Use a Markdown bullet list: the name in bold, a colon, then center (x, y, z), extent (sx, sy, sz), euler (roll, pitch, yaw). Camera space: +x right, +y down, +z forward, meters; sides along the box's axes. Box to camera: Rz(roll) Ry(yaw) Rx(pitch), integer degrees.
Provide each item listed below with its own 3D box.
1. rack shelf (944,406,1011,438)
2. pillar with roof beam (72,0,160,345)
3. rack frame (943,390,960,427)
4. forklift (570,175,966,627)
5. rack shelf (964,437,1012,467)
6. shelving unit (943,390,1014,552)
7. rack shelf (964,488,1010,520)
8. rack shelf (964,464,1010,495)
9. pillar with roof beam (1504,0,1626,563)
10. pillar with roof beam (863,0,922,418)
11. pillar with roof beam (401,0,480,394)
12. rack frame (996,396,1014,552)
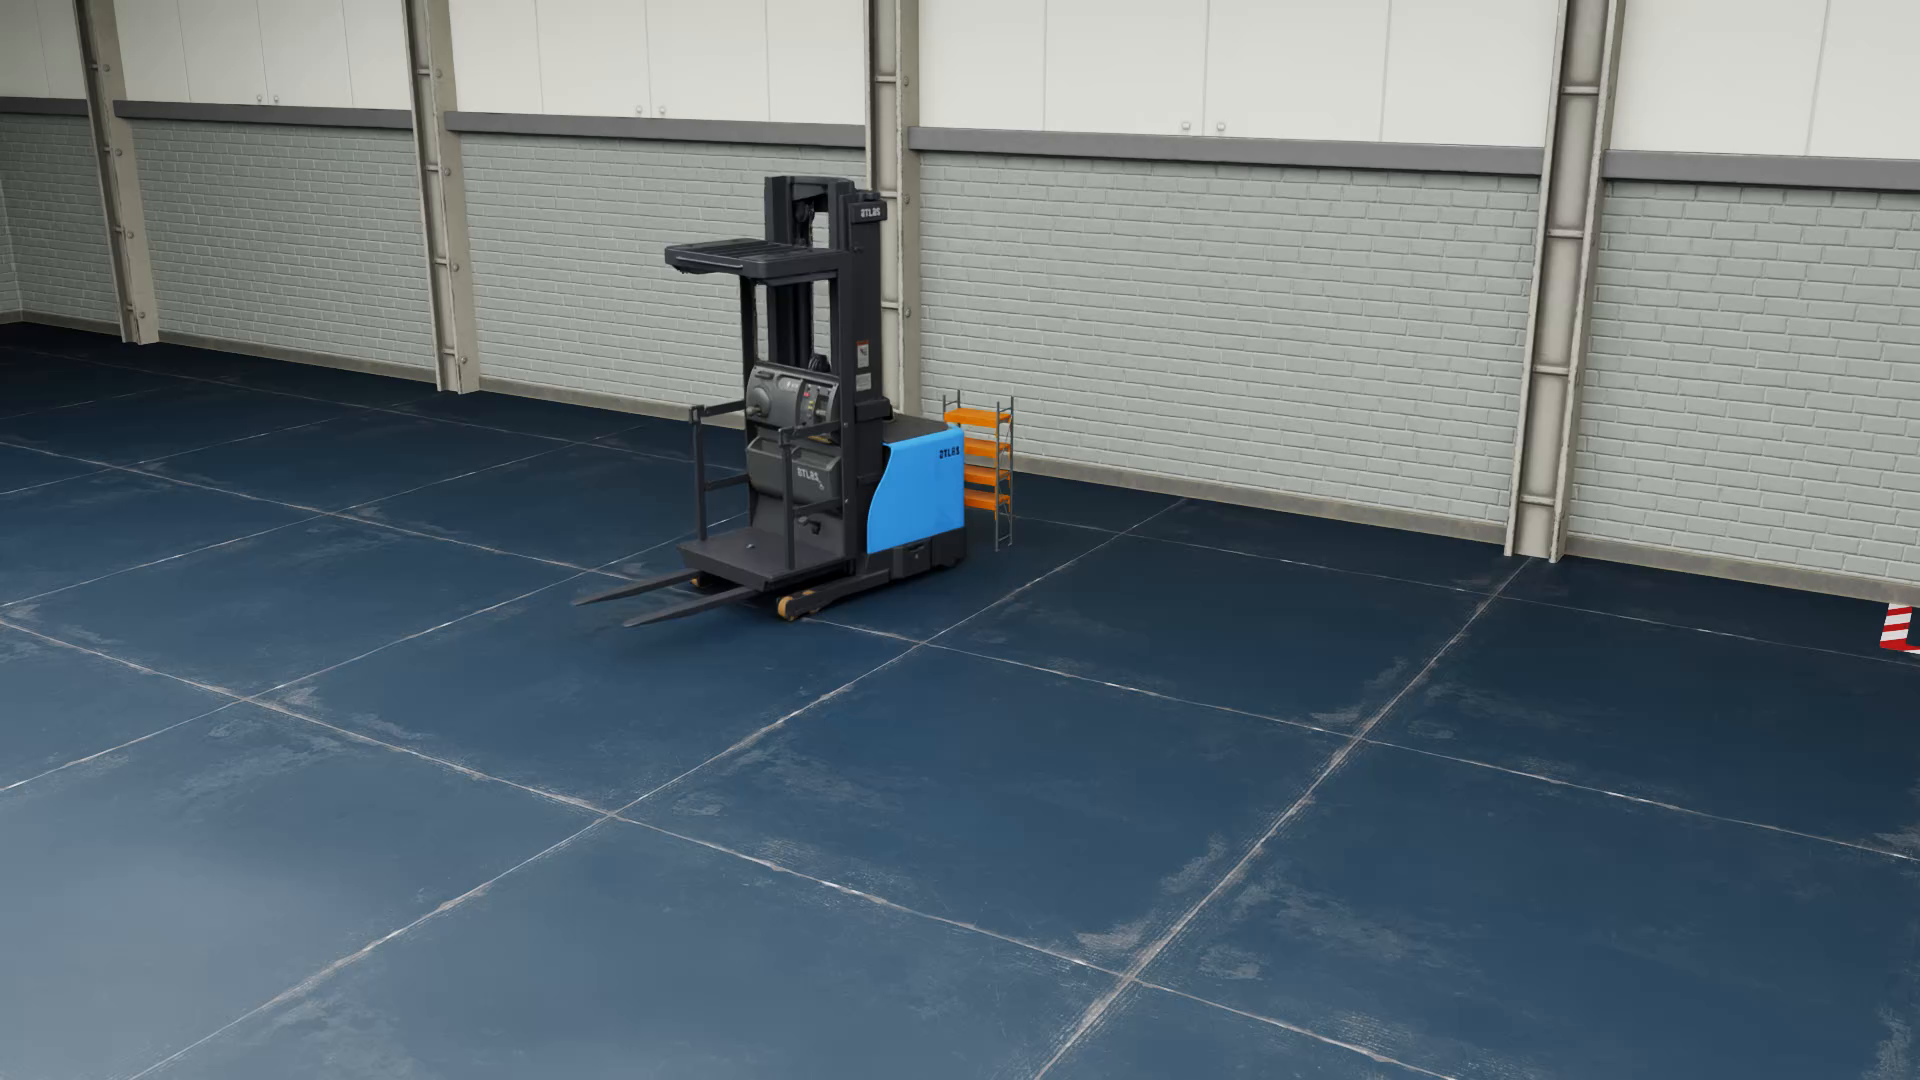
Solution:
- **rack shelf**: center (0.141, -0.925, 13.010), extent (0.480, 0.148, 0.258), euler (10, 20, 30)
- **pillar with roof beam**: center (-13.093, -5.868, 17.216), extent (0.400, 9.000, 9.100), euler (10, 20, 30)
- **rack frame**: center (-0.067, -0.586, 13.246), extent (0.015, 1.200, 0.240), euler (10, 20, 30)
- **forklift**: center (-1.341, -1.012, 11.671), extent (1.130, 2.935, 3.031), euler (16, 23, 42)
- **rack shelf**: center (0.141, -0.699, 13.078), extent (0.480, 0.148, 0.258), euler (10, 20, 30)
- **shelving unit**: center (0.141, -0.549, 13.124), extent (0.503, 1.200, 0.258), euler (10, 20, 30)
- **rack shelf**: center (0.141, -0.295, 13.201), extent (0.480, 0.148, 0.258), euler (10, 20, 30)
- **rack shelf**: center (0.141, -0.485, 13.143), extent (0.480, 0.148, 0.258), euler (10, 20, 30)
- **pillar with roof beam**: center (2.245, -3.130, 8.203), extent (0.400, 9.000, 9.100), euler (10, 20, 30)
- **pillar with roof beam**: center (-2.868, -4.043, 11.207), extent (0.400, 9.000, 9.100), euler (10, 20, 30)
- **pillar with roof beam**: center (-7.980, -4.955, 14.212), extent (0.400, 9.000, 9.100), euler (10, 20, 30)
- **rack frame**: center (0.349, -0.512, 13.002), extent (0.015, 1.200, 0.240), euler (10, 20, 30)
